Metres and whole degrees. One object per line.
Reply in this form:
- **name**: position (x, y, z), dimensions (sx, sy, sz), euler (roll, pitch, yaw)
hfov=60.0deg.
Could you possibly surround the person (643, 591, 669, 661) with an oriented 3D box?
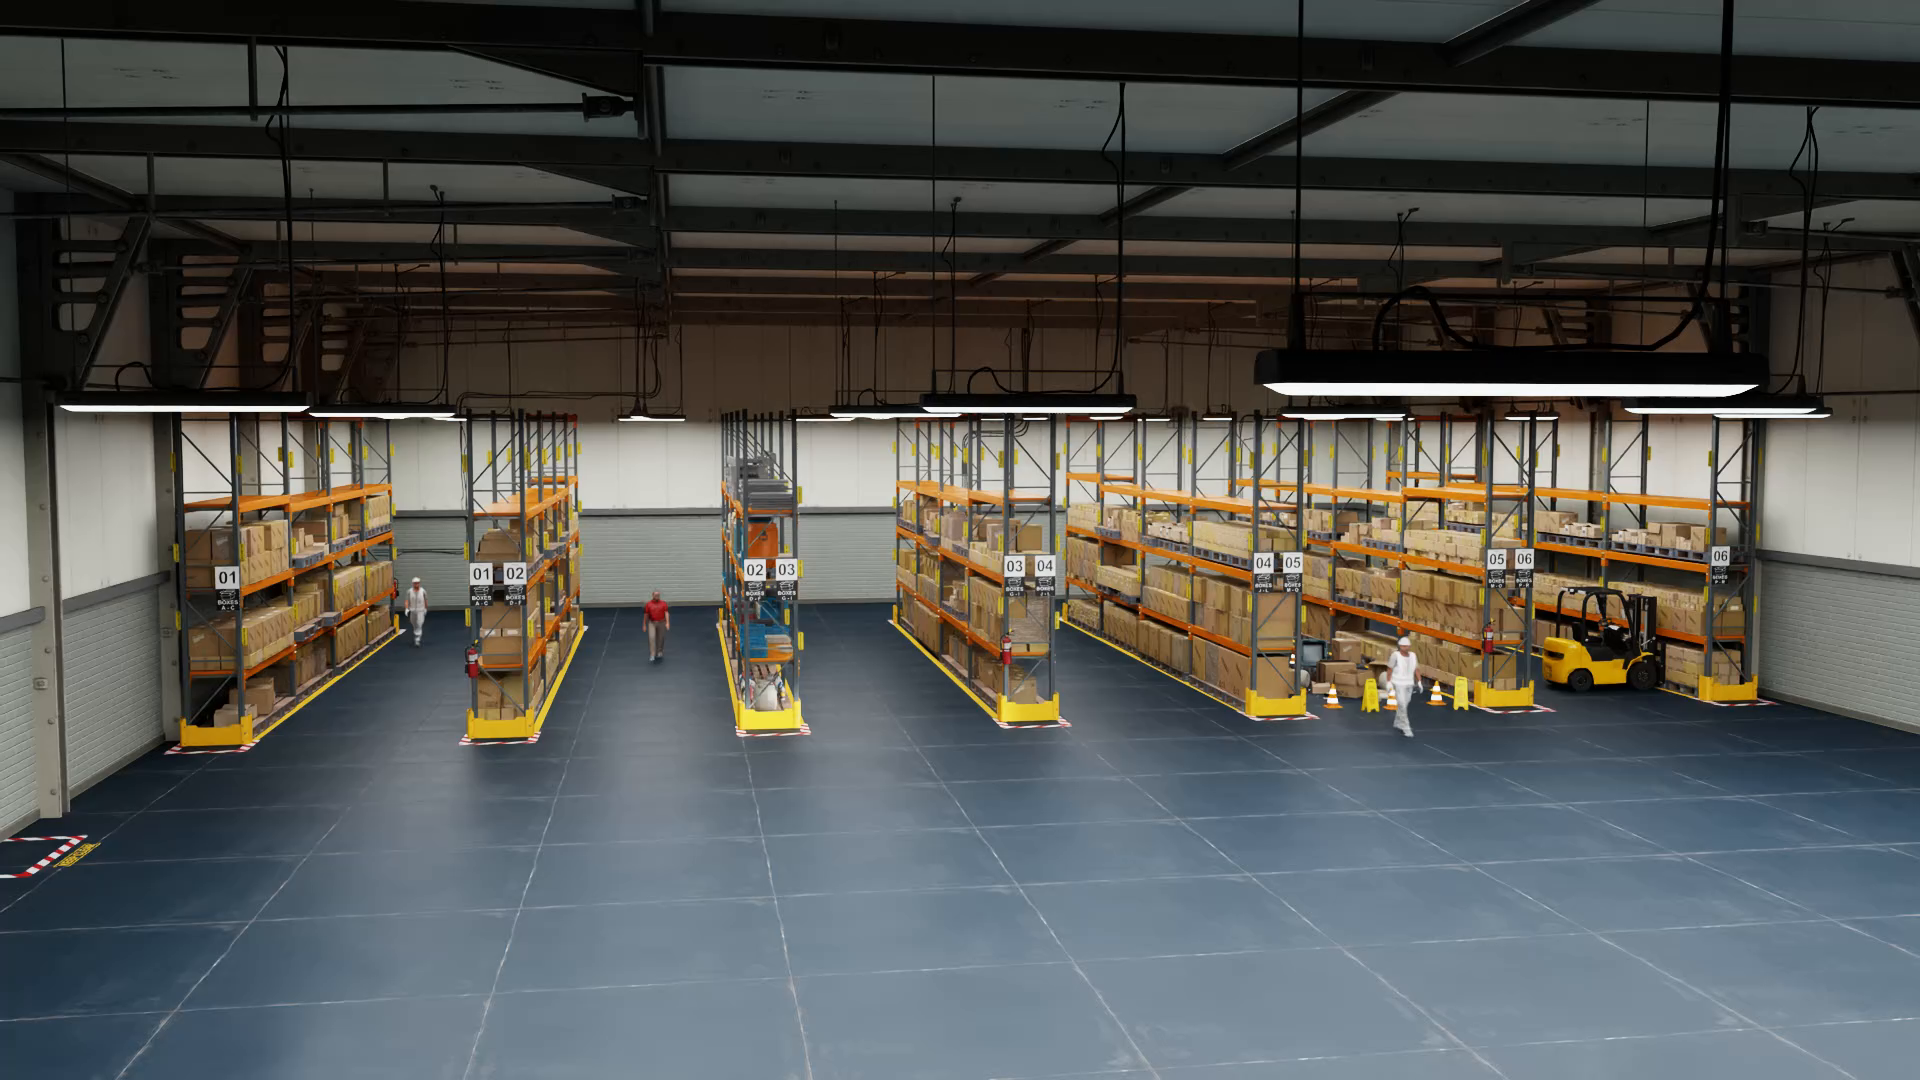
- **person**: position (-7.362, 2.054, 40.272), dimensions (0.621, 1.650, 1.087), euler (-1, 4, -15)

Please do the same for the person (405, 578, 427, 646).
- **person**: position (-14.080, 1.837, 42.998), dimensions (0.511, 1.725, 1.068), euler (0, 4, -7)

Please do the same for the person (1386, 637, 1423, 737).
- **person**: position (8.229, 2.708, 30.785), dimensions (0.583, 1.826, 0.742), euler (-1, 4, -19)
